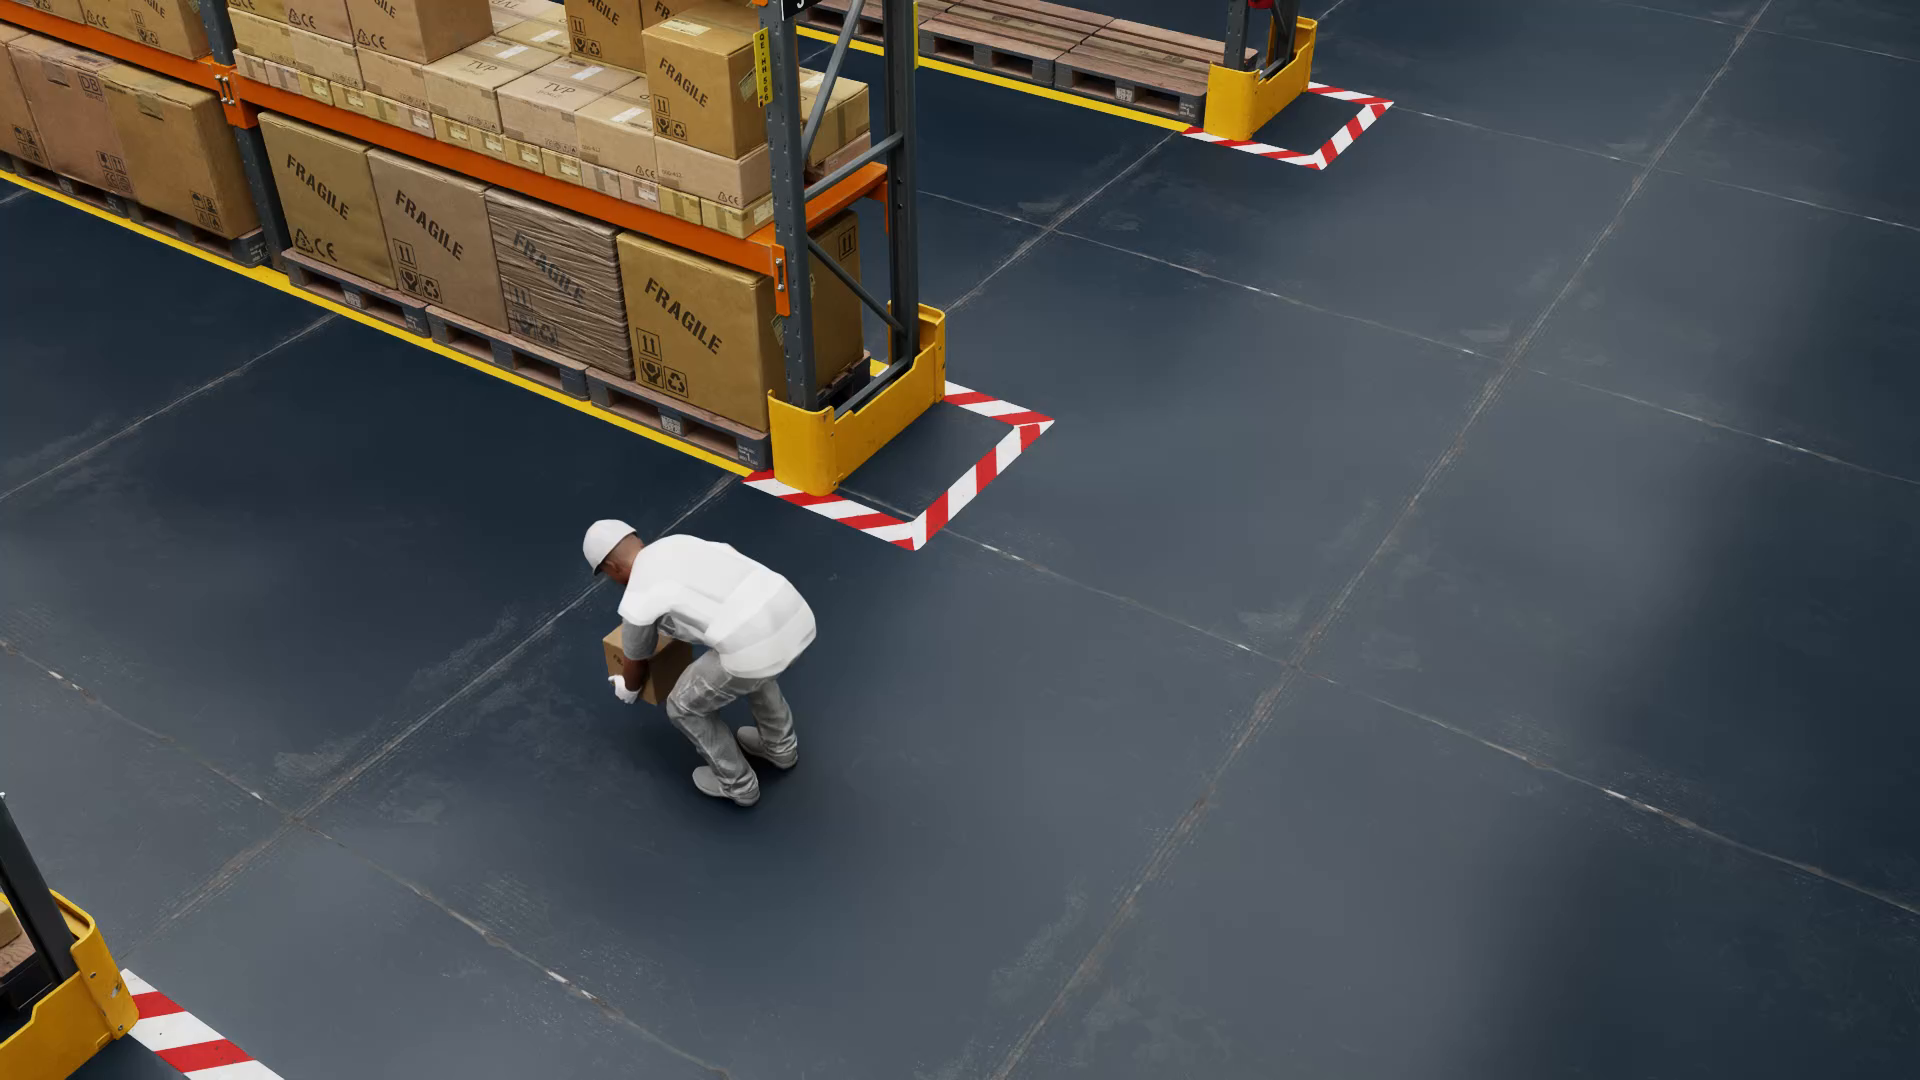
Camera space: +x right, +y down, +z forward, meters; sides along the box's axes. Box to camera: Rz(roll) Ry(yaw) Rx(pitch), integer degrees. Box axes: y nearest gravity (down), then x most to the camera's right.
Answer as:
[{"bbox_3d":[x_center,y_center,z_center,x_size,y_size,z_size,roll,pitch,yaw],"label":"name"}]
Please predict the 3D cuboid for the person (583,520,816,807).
[{"bbox_3d":[-1.037,0.480,6.618,0.978,1.083,0.521,19,42,23],"label":"person"}]
